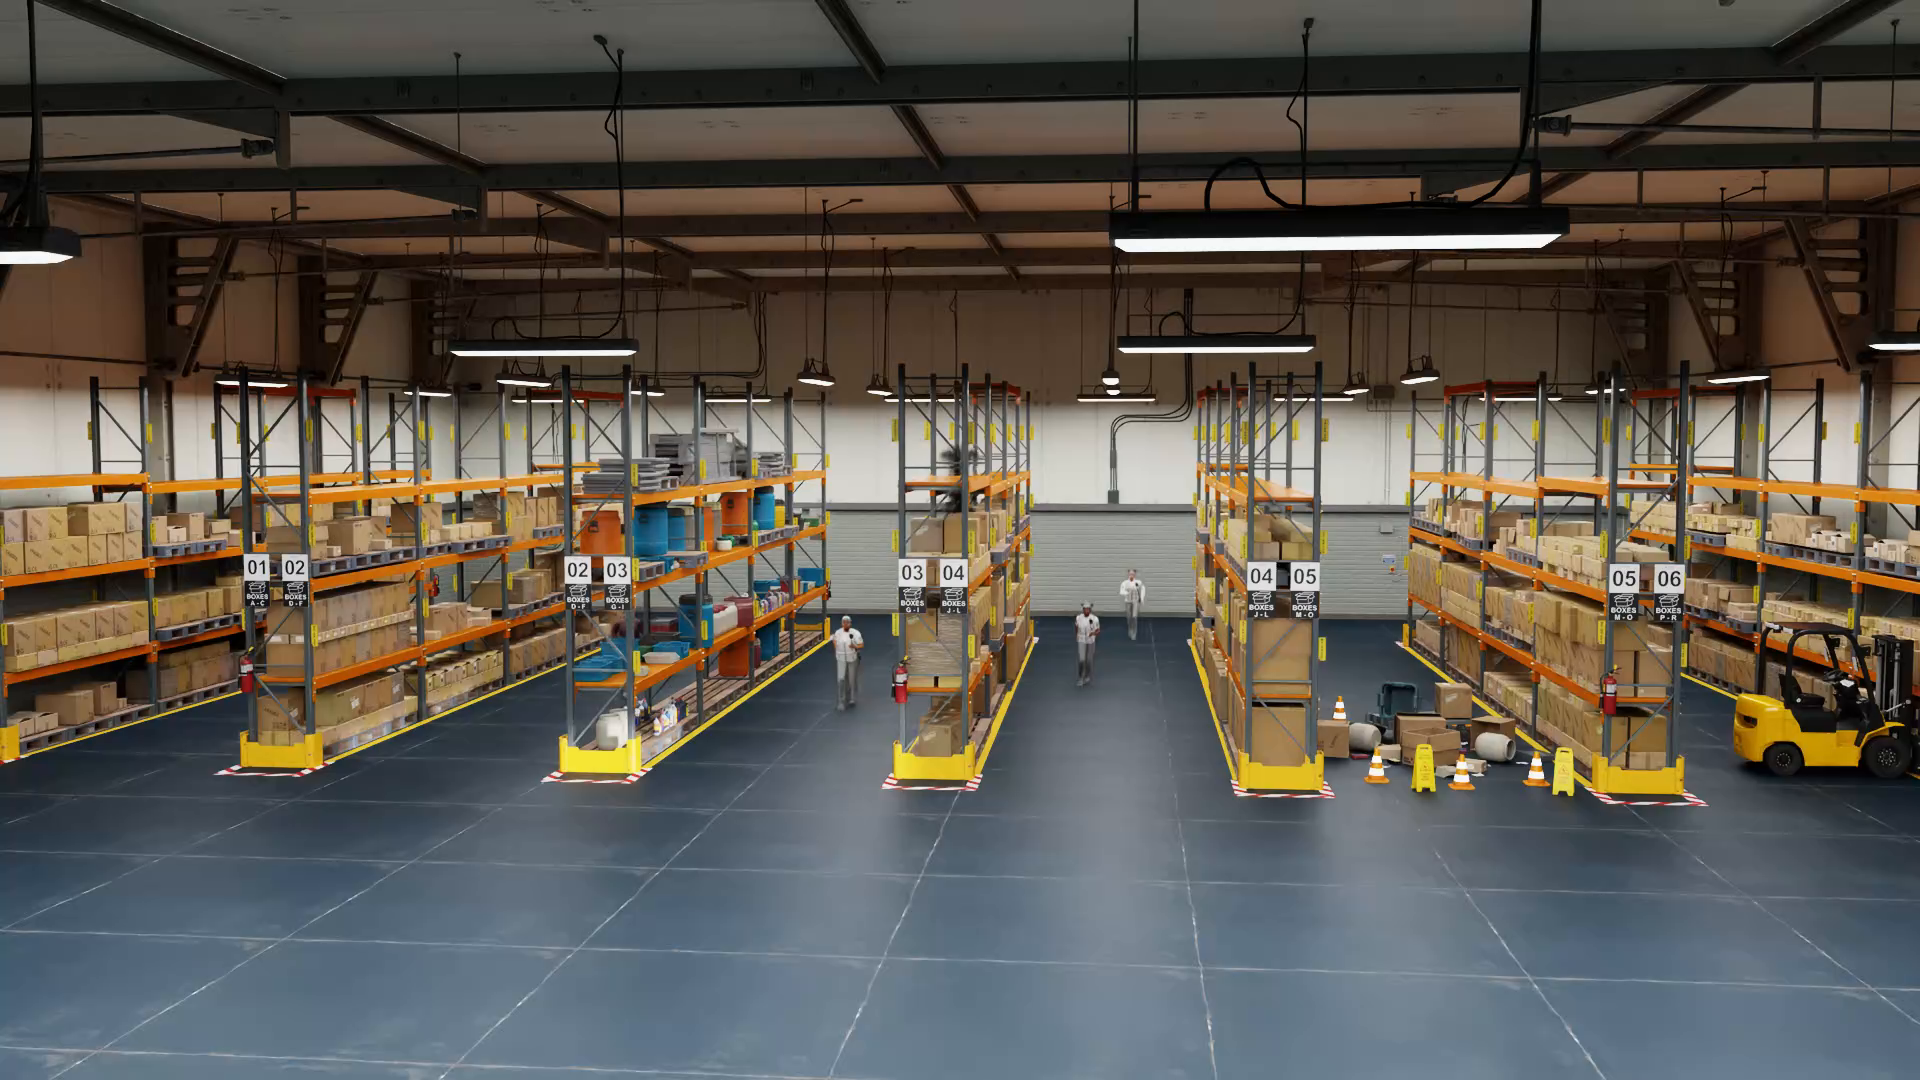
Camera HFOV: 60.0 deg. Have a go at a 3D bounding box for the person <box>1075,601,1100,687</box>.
[{"bbox_3d":[2.526,2.054,32.966,0.506,1.705,0.787,0,4,4],"label":"person"}]

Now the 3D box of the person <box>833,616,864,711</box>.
[{"bbox_3d":[-2.043,2.224,30.295,0.607,1.706,0.734,0,4,8],"label":"person"}]

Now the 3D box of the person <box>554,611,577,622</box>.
[{"bbox_3d":[-10.122,1.428,43.024,1.072,1.610,0.728,3,5,38],"label":"person"}]

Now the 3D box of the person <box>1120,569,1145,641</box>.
[{"bbox_3d":[4.187,1.562,40.471,0.579,1.745,0.831,1,4,11],"label":"person"}]

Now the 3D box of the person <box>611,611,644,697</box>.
[{"bbox_3d":[-6.297,2.120,31.675,0.721,1.713,0.704,0,4,-4],"label":"person"}]
